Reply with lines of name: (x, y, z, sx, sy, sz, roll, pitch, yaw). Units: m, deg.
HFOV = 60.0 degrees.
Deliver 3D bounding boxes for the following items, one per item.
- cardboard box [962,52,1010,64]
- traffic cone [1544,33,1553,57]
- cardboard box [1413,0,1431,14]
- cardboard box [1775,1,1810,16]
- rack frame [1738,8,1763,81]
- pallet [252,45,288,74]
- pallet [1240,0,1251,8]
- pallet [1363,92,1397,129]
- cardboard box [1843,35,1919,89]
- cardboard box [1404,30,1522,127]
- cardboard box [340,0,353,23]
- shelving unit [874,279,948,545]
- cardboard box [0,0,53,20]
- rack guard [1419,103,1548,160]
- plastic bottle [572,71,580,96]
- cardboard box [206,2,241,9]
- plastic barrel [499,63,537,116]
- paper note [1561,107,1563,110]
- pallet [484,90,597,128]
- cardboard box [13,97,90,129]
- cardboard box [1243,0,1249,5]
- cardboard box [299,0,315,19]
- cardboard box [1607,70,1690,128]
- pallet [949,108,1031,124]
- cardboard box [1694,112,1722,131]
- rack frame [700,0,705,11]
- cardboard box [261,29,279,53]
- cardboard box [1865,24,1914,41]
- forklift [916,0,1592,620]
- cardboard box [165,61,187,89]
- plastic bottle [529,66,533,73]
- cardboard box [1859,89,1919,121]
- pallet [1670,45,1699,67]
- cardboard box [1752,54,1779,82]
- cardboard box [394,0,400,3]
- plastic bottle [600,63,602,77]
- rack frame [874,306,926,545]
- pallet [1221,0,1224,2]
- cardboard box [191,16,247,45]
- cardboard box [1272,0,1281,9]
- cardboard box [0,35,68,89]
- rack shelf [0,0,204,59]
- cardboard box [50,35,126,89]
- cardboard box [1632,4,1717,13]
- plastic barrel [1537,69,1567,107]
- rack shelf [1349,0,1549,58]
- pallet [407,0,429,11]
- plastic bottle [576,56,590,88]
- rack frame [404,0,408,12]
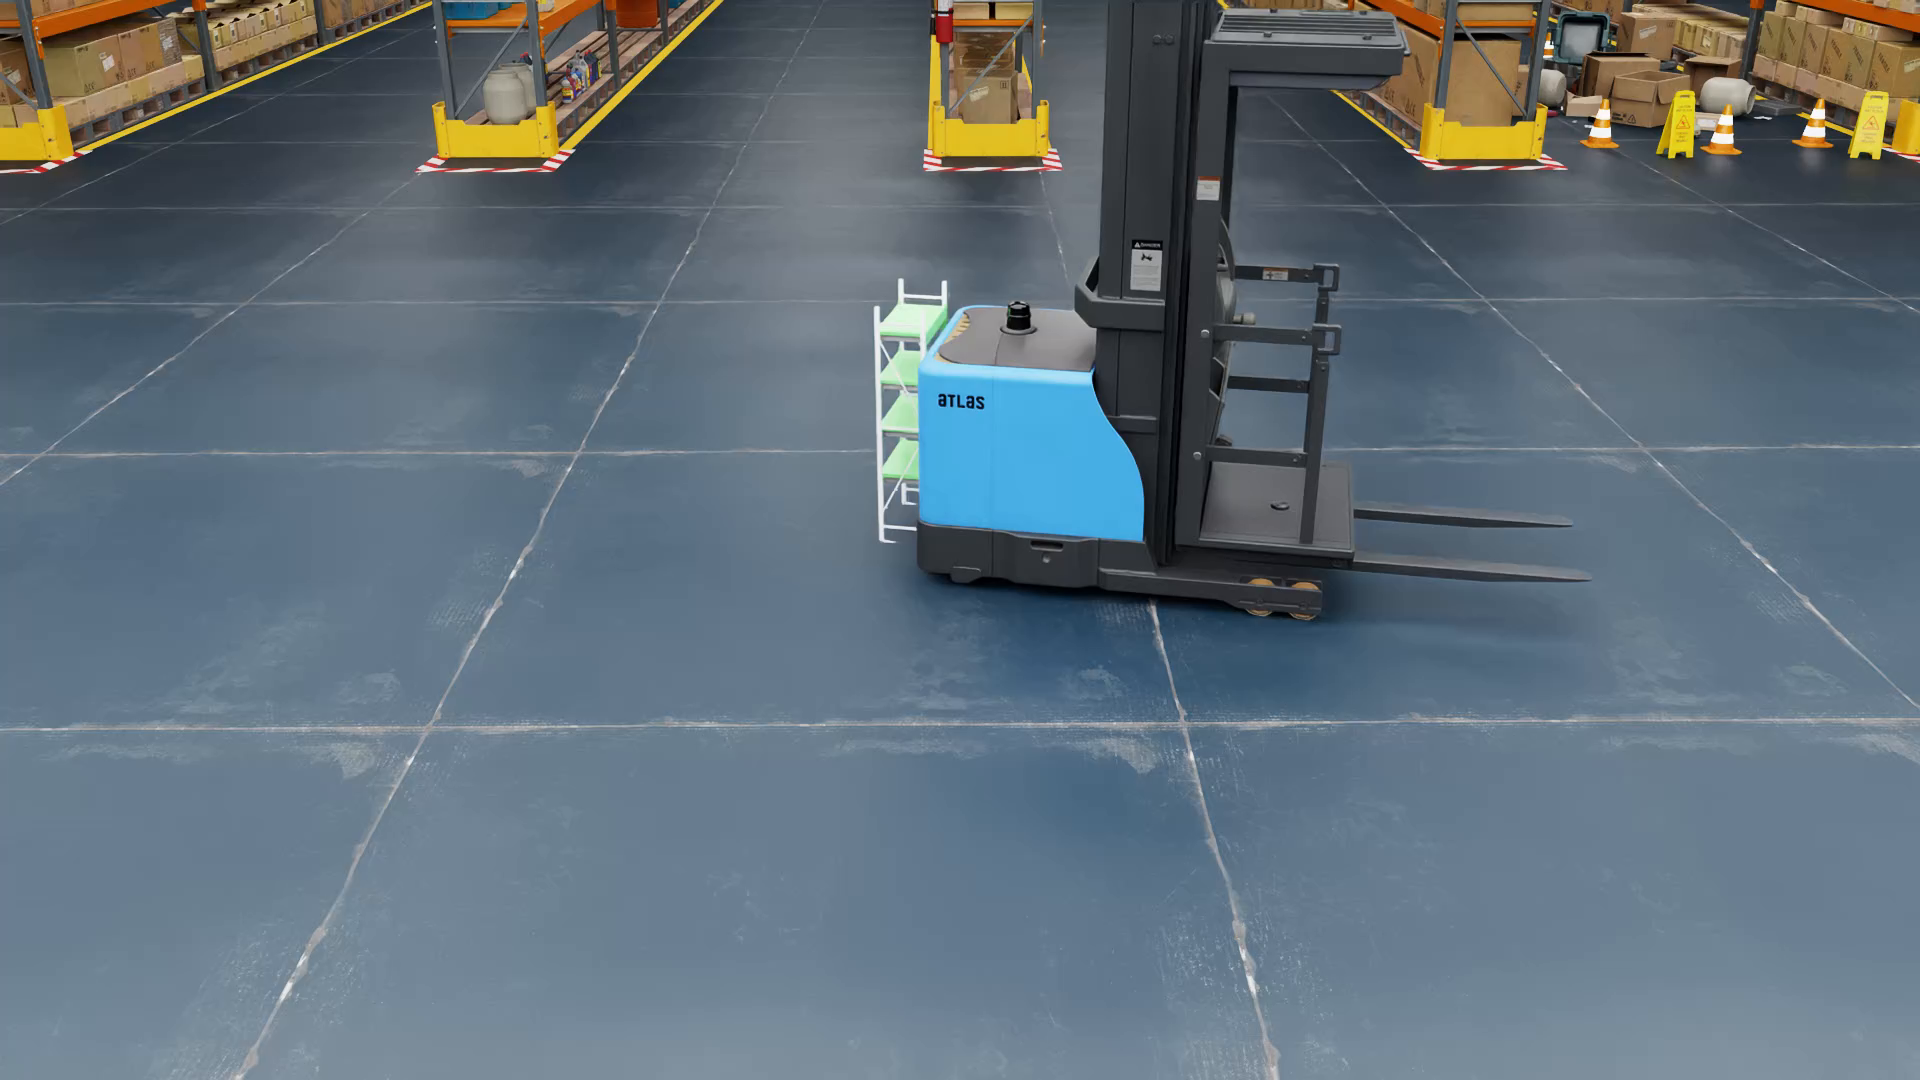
cardboard box: (0.288, -5.105, 18.420, 0.500, 0.500, 0.500, 2, 24, 4)
traffic cone: (7.756, -6.447, 21.943, 0.336, 0.463, 0.334, 0, 24, -1)
cardboard box: (5.191, -5.719, 17.072, 0.875, 0.550, 0.550, 0, 24, -1)
cardboard box: (9.851, -6.263, 19.588, 0.380, 0.149, 0.250, 0, 24, 0)
rack frame: (10.173, -6.983, 20.051, 1.000, 3.000, 0.127, 0, 24, -1)
pallet: (-9.706, -6.433, 22.217, 1.003, 0.211, 1.213, 0, 24, -1)
pallet: (5.147, -8.625, 27.063, 1.003, 0.211, 1.213, 0, 24, -1)
pallet: (5.170, -4.831, 18.676, 1.003, 0.211, 1.213, 0, 24, -1)
cardboard box: (9.938, -5.159, 17.934, 0.500, 0.500, 0.500, 1, 24, 1)
cardboard box: (5.194, -4.774, 17.233, 0.875, 0.875, 0.875, 0, 24, 0)
cardboard box: (-9.417, -8.010, 24.820, 0.500, 0.500, 0.500, -1, 24, -2)
shelving unit: (-0.231, -0.629, 8.184, 0.258, 1.200, 0.503, 5, 25, 10)
cardboard box: (-9.591, -5.486, 16.617, 0.700, 0.500, 0.500, 0, 24, -1)
rack guard: (5.268, -4.122, 16.758, 1.175, 0.500, 0.348, 0, 24, -1)
plastic bottle: (-4.359, -5.157, 18.788, 0.097, 0.271, 0.097, 0, 24, 0)
cardboard box: (-9.957, -7.094, 22.443, 0.500, 0.311, 0.500, -1, 24, -2)
plastic barrel: (-4.735, -4.803, 17.740, 0.421, 0.512, 0.421, 0, 24, 0)
paper note: (7.069, -5.012, 19.304, 0.172, 0.023, 0.155, 8, 26, 18)
pallet: (-4.708, -4.865, 18.751, 1.003, 0.211, 1.213, 0, 24, -1)
cardboard box: (-9.382, -4.408, 17.183, 0.500, 0.250, 0.500, 0, 24, -1)
cardboard box: (4.880, -8.963, 26.951, 0.500, 0.500, 0.500, 1, 24, 1)
cardboard box: (-9.434, -7.523, 23.391, 0.500, 0.311, 0.500, 0, 24, 1)
cardboard box: (7.666, -4.910, 18.496, 0.797, 0.503, 0.637, -19, 31, -36)
pallet: (0.333, -4.386, 17.692, 1.003, 0.211, 1.213, 0, 24, -1)
cardboard box: (8.182, -4.567, 18.167, 0.380, 0.149, 0.250, 13, 27, 27)
rack frame: (-4.777, -10.213, 27.192, 1.000, 3.000, 0.127, 0, 24, -1)
cardboard box: (-9.416, -6.635, 22.108, 0.500, 0.250, 0.500, 0, 24, 0)
cardboard box: (9.876, -5.391, 17.659, 0.380, 0.149, 0.250, 0, 24, 1)
forklift: (1.367, -1.216, 7.381, 3.031, 2.935, 1.130, 5, 25, 10)
cardboard box: (-9.423, -5.438, 19.461, 0.500, 0.250, 0.500, 0, 24, -1)
plastic bottle: (-4.941, -5.300, 19.099, 0.152, 0.276, 0.135, 0, 24, -1)
cardboard box: (9.938, -4.615, 17.642, 0.500, 0.250, 0.500, 0, 24, -1)
pallet: (10.147, -6.538, 22.449, 1.003, 0.211, 1.213, 0, 24, -1)
cardboard box: (9.909, -5.678, 19.990, 0.500, 0.250, 0.500, -1, 24, -3)
cardboard box: (-9.438, -9.052, 27.123, 0.500, 0.500, 0.500, 0, 24, -1)
plastic bottle: (-4.374, -5.694, 20.061, 0.097, 0.201, 0.097, 0, 24, 0)
rack frame: (-0.279, -0.530, 7.966, 0.240, 1.200, 0.015, 5, 25, 10)
pallet: (5.078, -9.726, 29.498, 1.003, 0.211, 1.213, 0, 24, -1)
cardboard box: (-9.398, -6.468, 21.057, 0.500, 0.311, 0.500, -1, 24, -1)
cardboard box: (4.912, -7.890, 24.579, 0.500, 0.500, 0.500, 0, 24, -1)
cardboard box: (-9.928, -5.159, 17.935, 0.500, 0.500, 0.500, 0, 24, -1)
rack shelf: (-9.621, -5.744, 18.183, 1.077, 0.370, 4.000, 0, 24, -1)
cardboard box: (-9.408, -5.162, 17.940, 0.500, 0.500, 0.500, 0, 24, -1)
cardboard box: (10.125, -7.393, 23.635, 0.950, 0.372, 0.625, -2, 24, -4)
plastic barrel: (6.770, -5.285, 19.422, 0.512, 0.421, 0.421, 19, 30, 35)
rack shelf: (5.246, -5.768, 18.235, 1.077, 0.370, 4.000, 0, 24, -1)
pallet: (-9.736, -9.205, 28.346, 1.003, 0.211, 1.213, 0, 24, -1)
plastic bottle: (-4.389, -5.434, 19.305, 0.144, 0.351, 0.185, 0, 24, -1)
rack frame: (-9.730, -10.192, 27.146, 1.000, 3.000, 0.127, 0, 24, -1)
